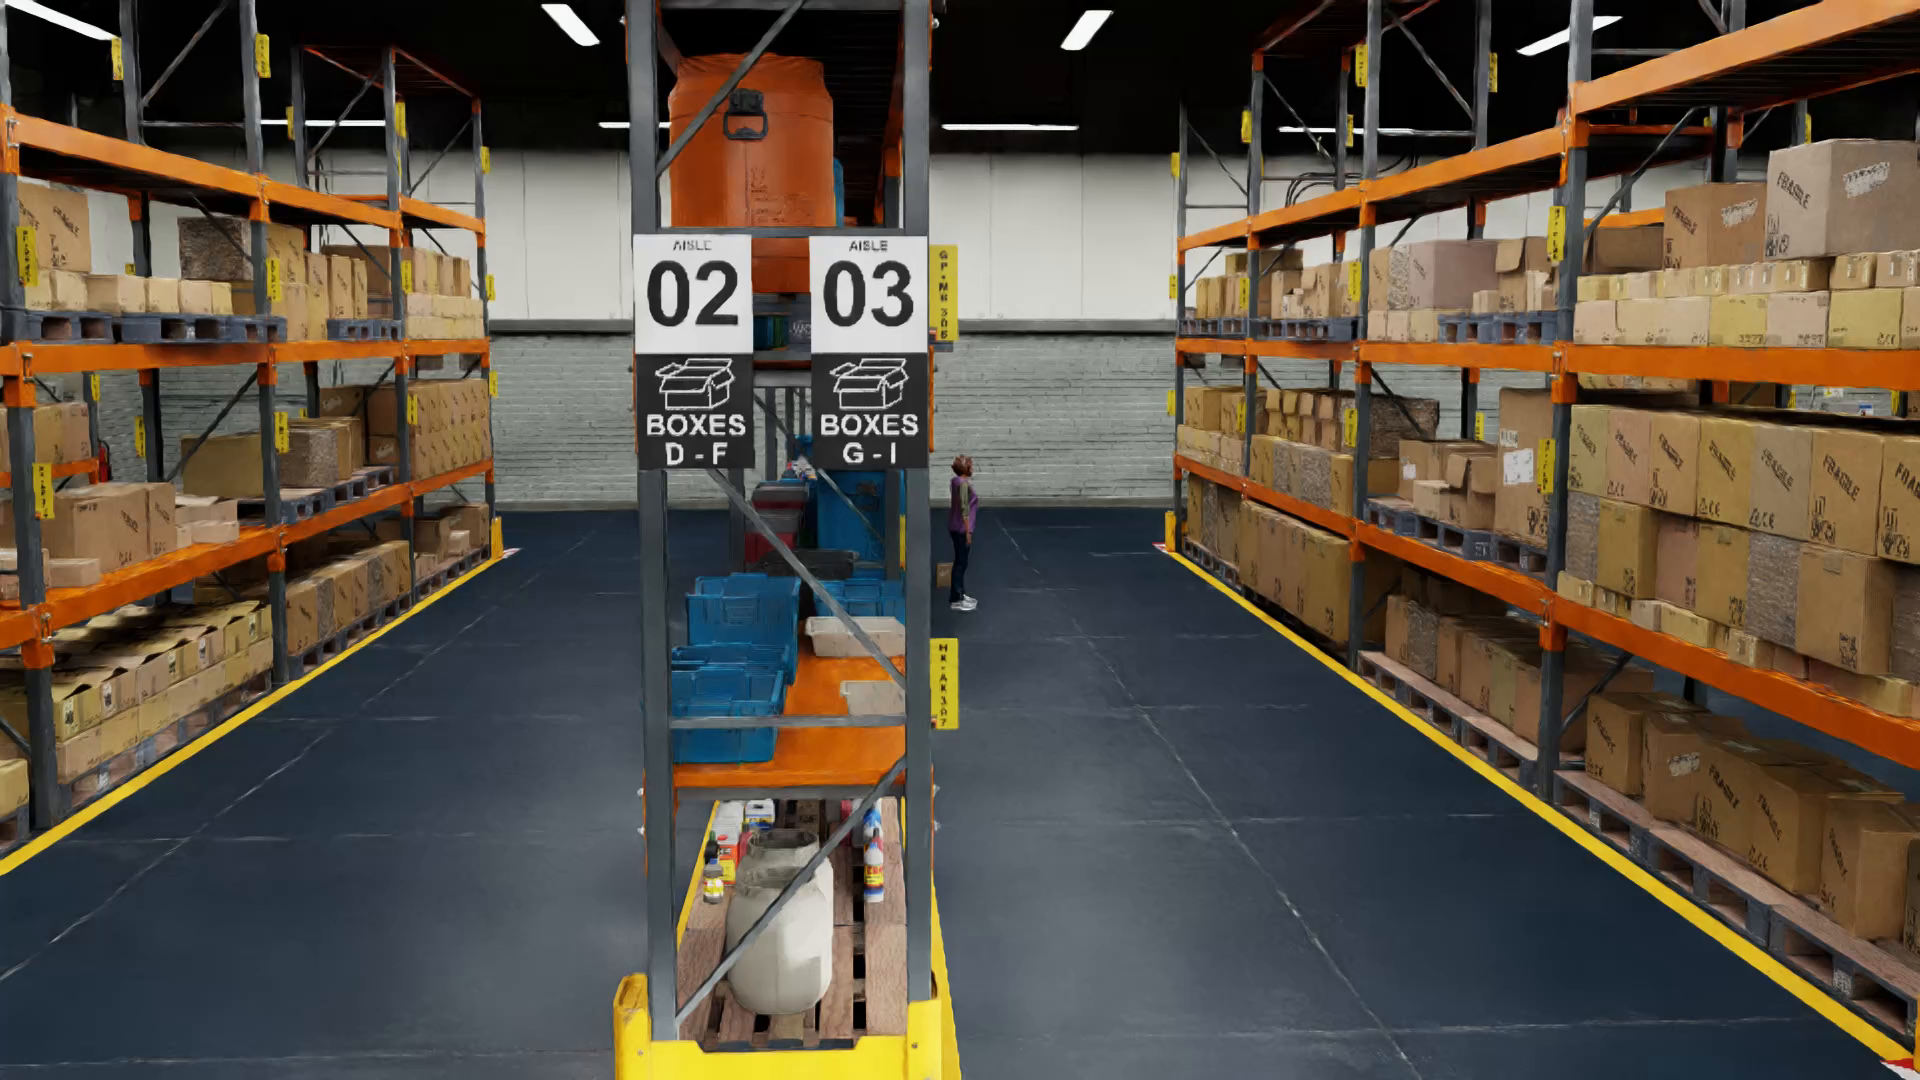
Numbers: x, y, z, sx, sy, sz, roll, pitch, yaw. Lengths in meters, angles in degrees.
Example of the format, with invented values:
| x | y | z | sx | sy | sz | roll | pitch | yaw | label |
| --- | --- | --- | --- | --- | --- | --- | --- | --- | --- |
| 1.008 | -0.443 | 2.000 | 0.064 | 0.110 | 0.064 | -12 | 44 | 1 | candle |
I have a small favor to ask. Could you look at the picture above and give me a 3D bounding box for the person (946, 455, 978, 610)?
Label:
| x | y | z | sx | sy | sz | roll | pitch | yaw | label |
| --- | --- | --- | --- | --- | --- | --- | --- | --- | --- |
| 0.033 | -0.089 | 17.320 | 0.345 | 1.603 | 0.475 | -1 | 7 | -11 | person |
